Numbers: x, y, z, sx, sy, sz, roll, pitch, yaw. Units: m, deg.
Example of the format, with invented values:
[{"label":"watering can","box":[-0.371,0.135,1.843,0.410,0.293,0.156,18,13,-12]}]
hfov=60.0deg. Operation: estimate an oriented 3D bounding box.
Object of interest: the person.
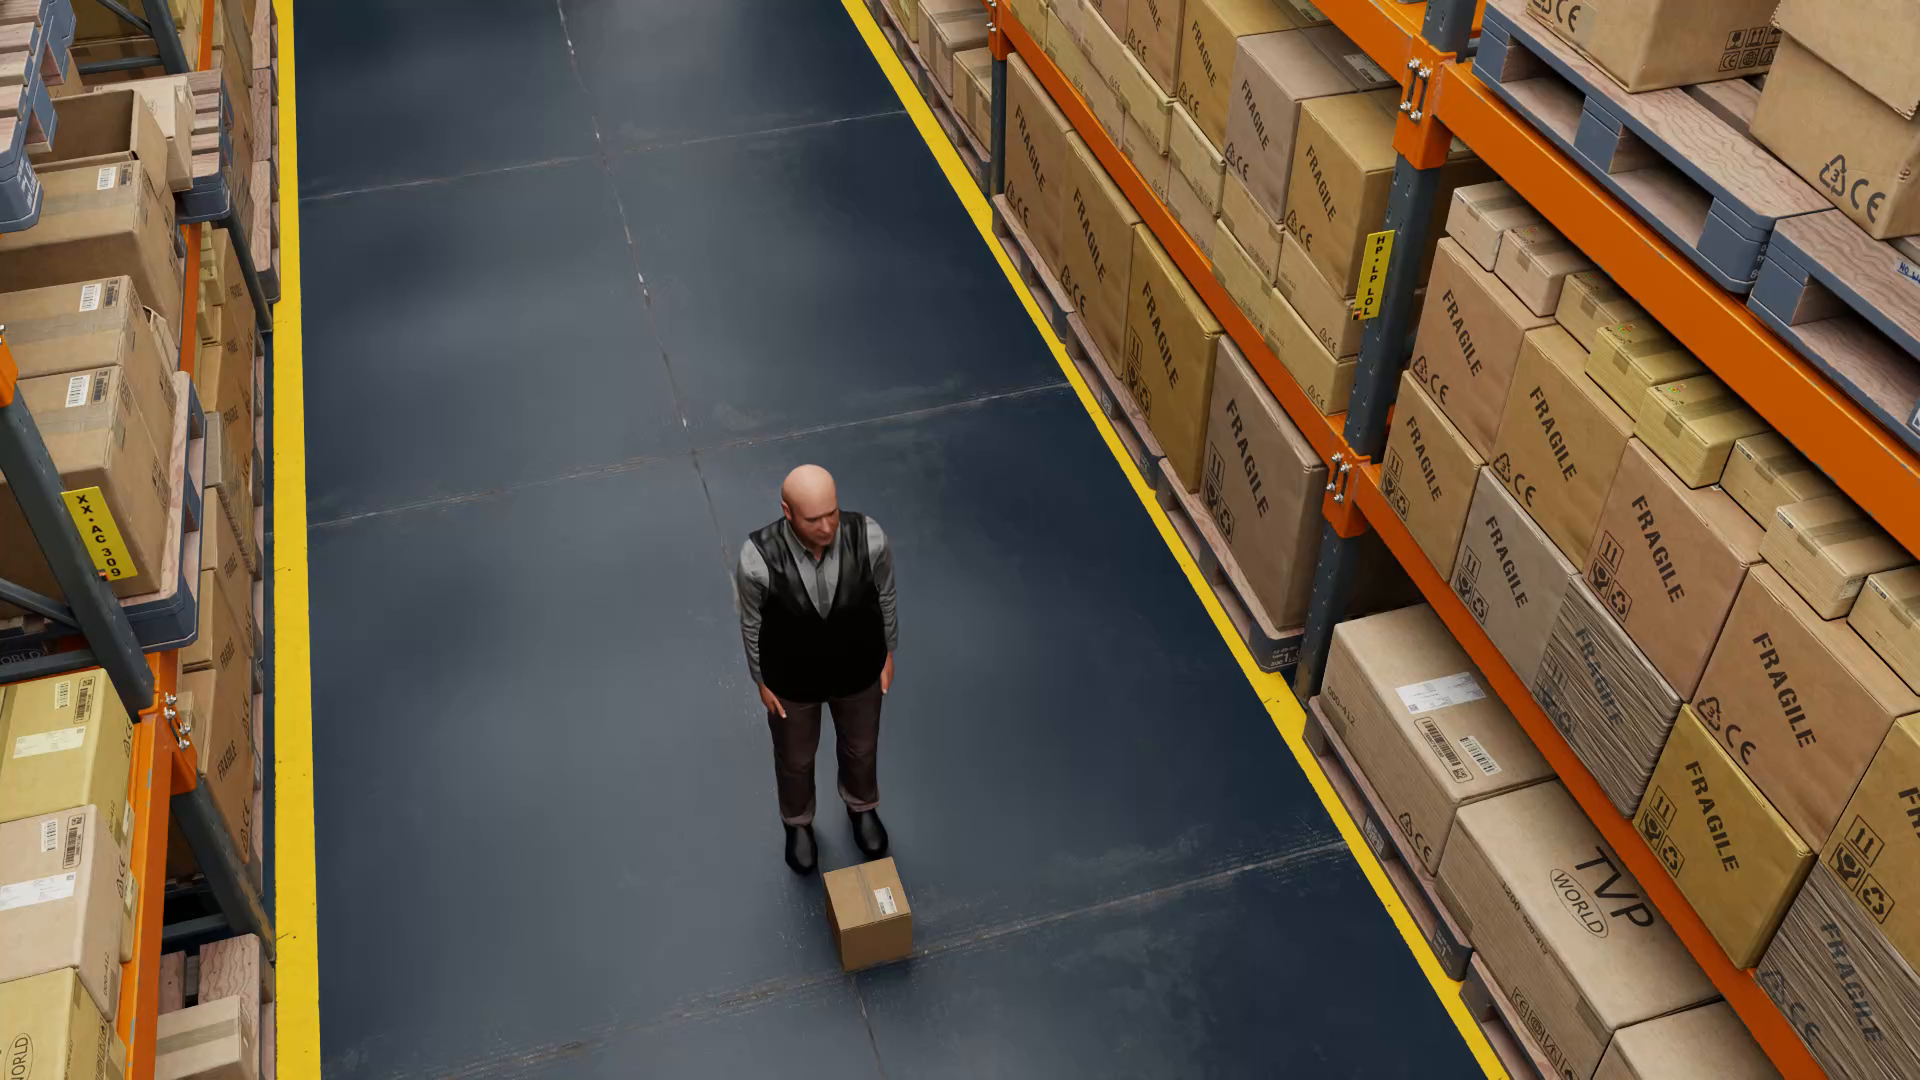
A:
[{"label":"person","box":[-0.455,0.454,5.672,0.534,1.724,0.346,-11,43,-12]}]
